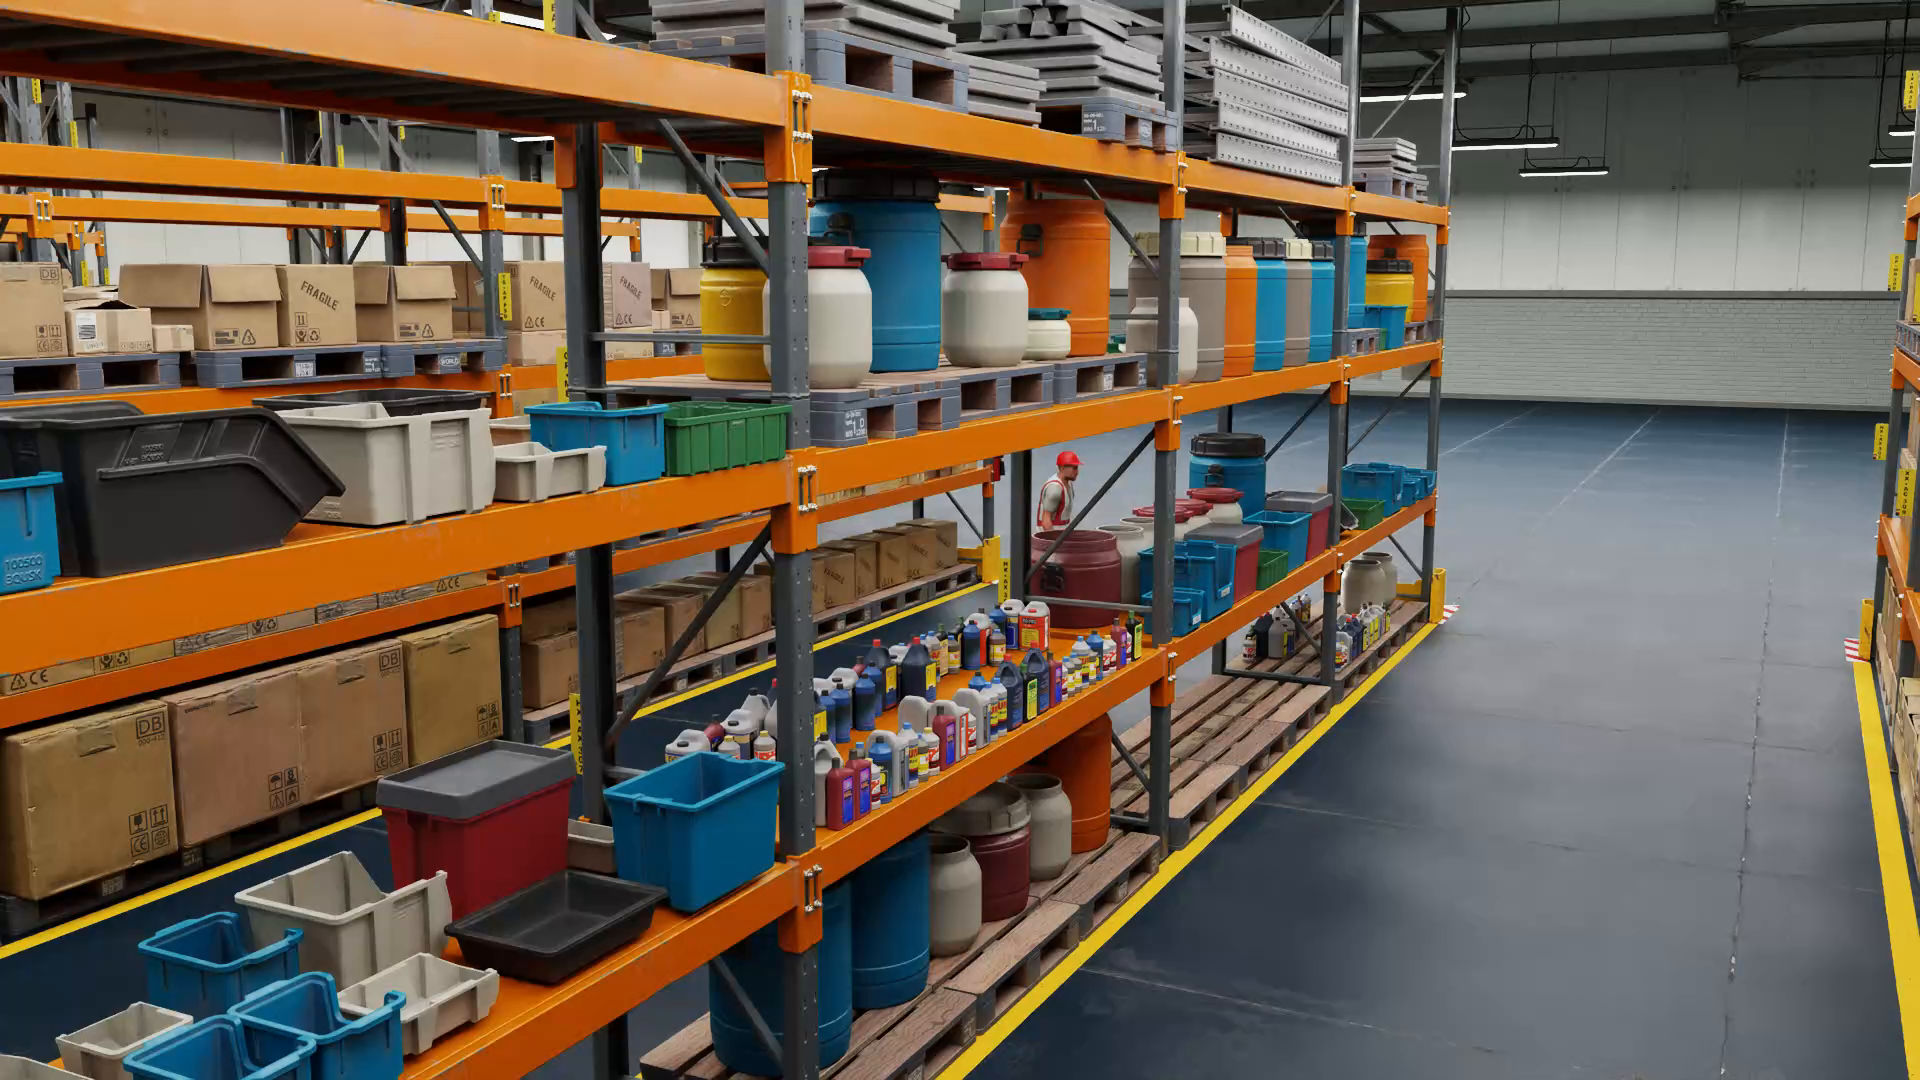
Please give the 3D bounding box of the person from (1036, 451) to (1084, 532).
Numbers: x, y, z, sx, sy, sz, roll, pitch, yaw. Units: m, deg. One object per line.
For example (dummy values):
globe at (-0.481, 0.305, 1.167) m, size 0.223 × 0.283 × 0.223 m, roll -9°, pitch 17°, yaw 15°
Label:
person at (0.982, 0.020, 16.187) m, size 0.454 × 1.779 × 0.620 m, roll 4°, pitch 10°, yaw 25°
